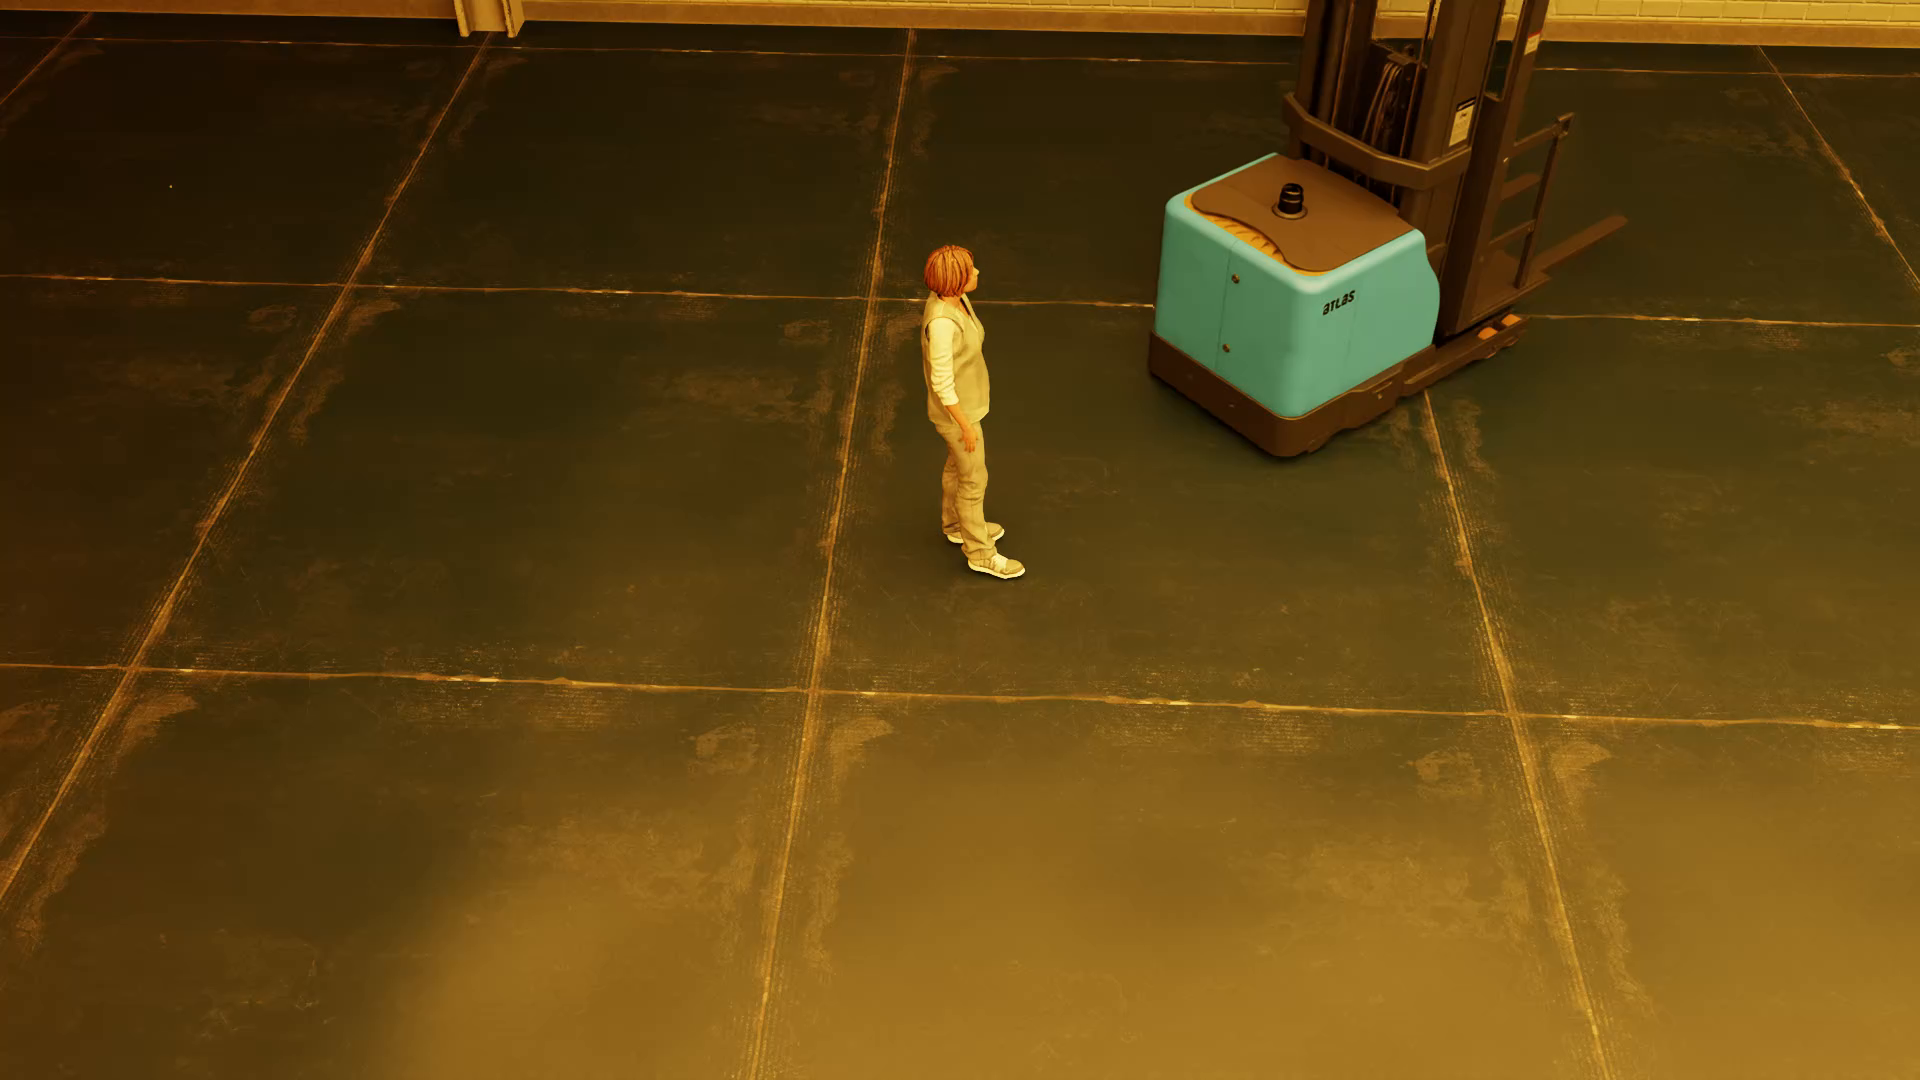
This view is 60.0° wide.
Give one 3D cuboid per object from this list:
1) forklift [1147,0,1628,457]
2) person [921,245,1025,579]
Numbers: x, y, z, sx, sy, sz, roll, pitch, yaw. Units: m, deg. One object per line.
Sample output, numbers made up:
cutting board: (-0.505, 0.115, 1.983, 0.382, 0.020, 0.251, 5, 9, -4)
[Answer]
forklift: (2.467, -2.319, 8.282, 3.031, 2.935, 1.130, -28, 49, -27)
person: (0.073, -0.550, 7.391, 0.475, 1.505, 0.521, 2, 42, 2)
